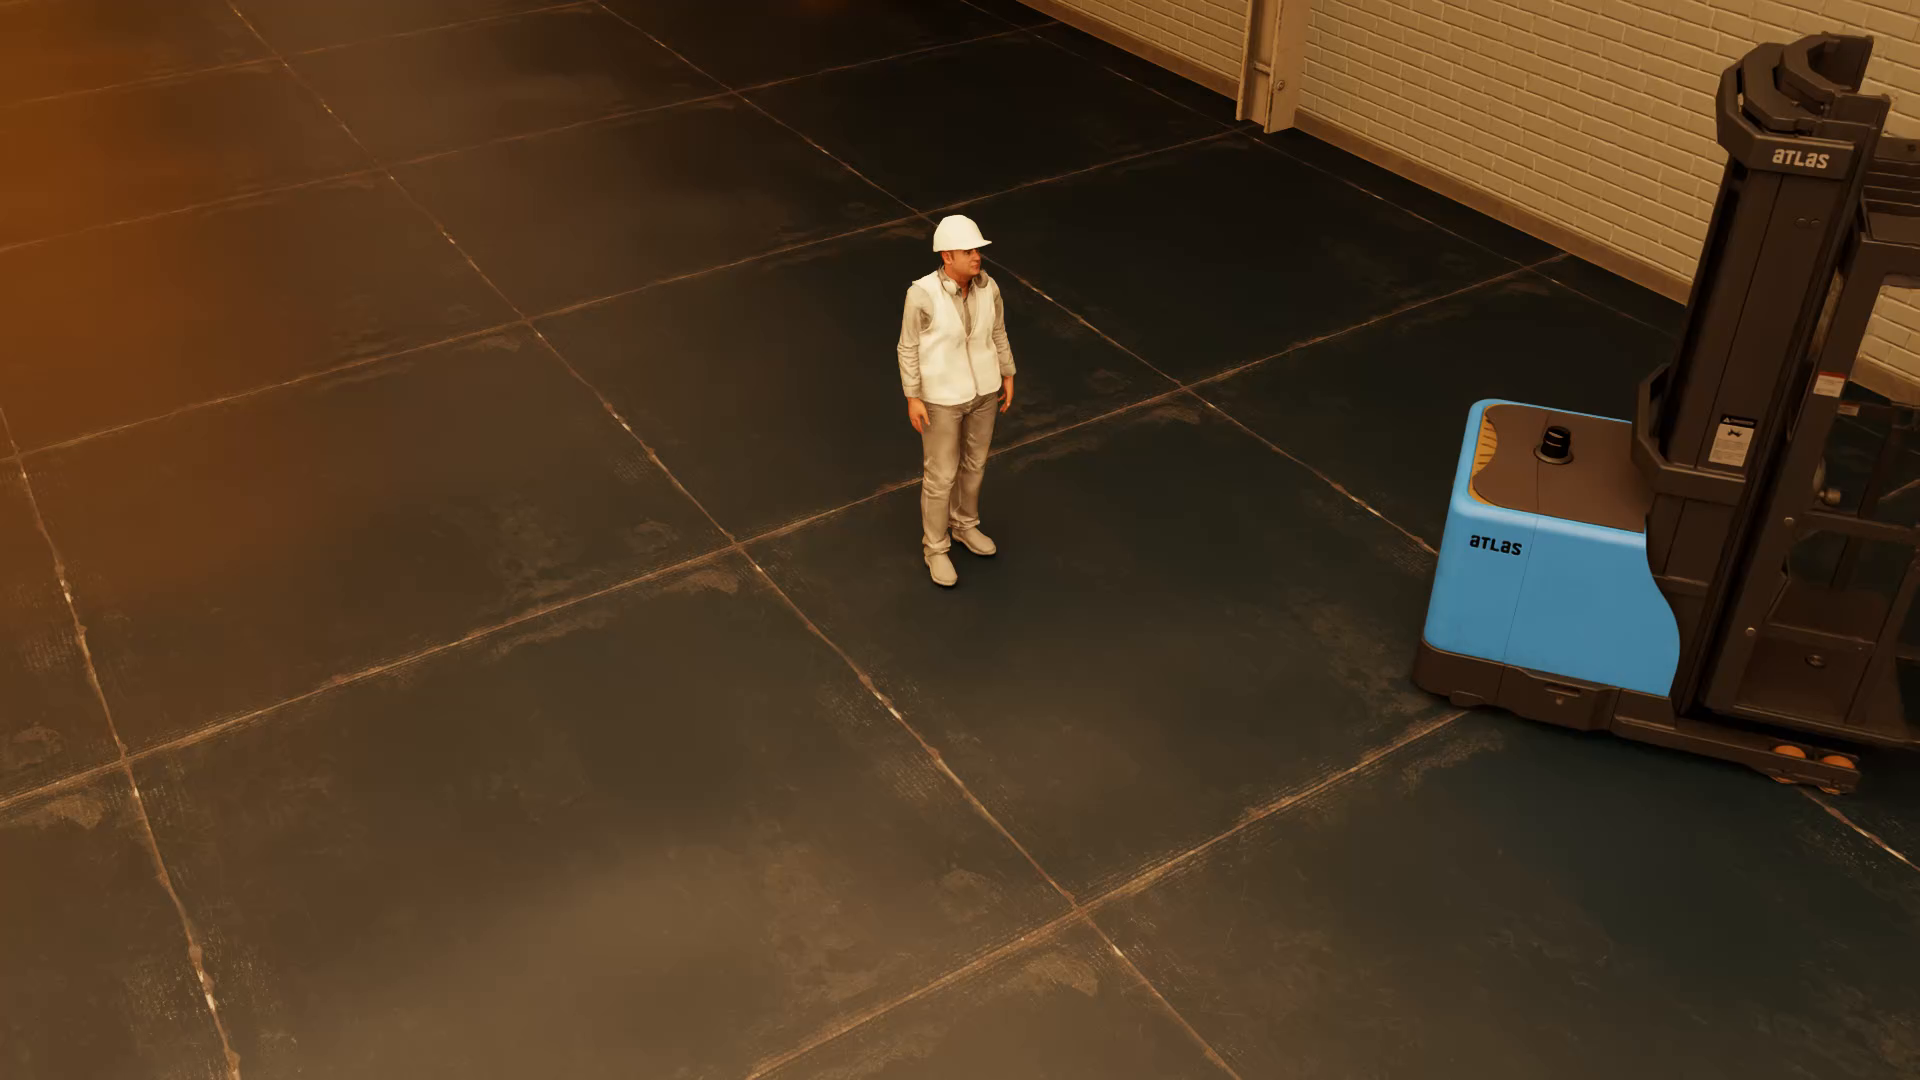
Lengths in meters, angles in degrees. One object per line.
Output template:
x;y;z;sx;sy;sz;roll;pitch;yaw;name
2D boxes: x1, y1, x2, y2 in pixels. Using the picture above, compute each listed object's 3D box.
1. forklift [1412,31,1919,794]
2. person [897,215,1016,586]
3.659;-0.453;6.793;3.031;2.935;1.130;12;37;16;forklift
0.028;-0.700;8.136;0.634;1.775;0.566;-21;40;-27;person
